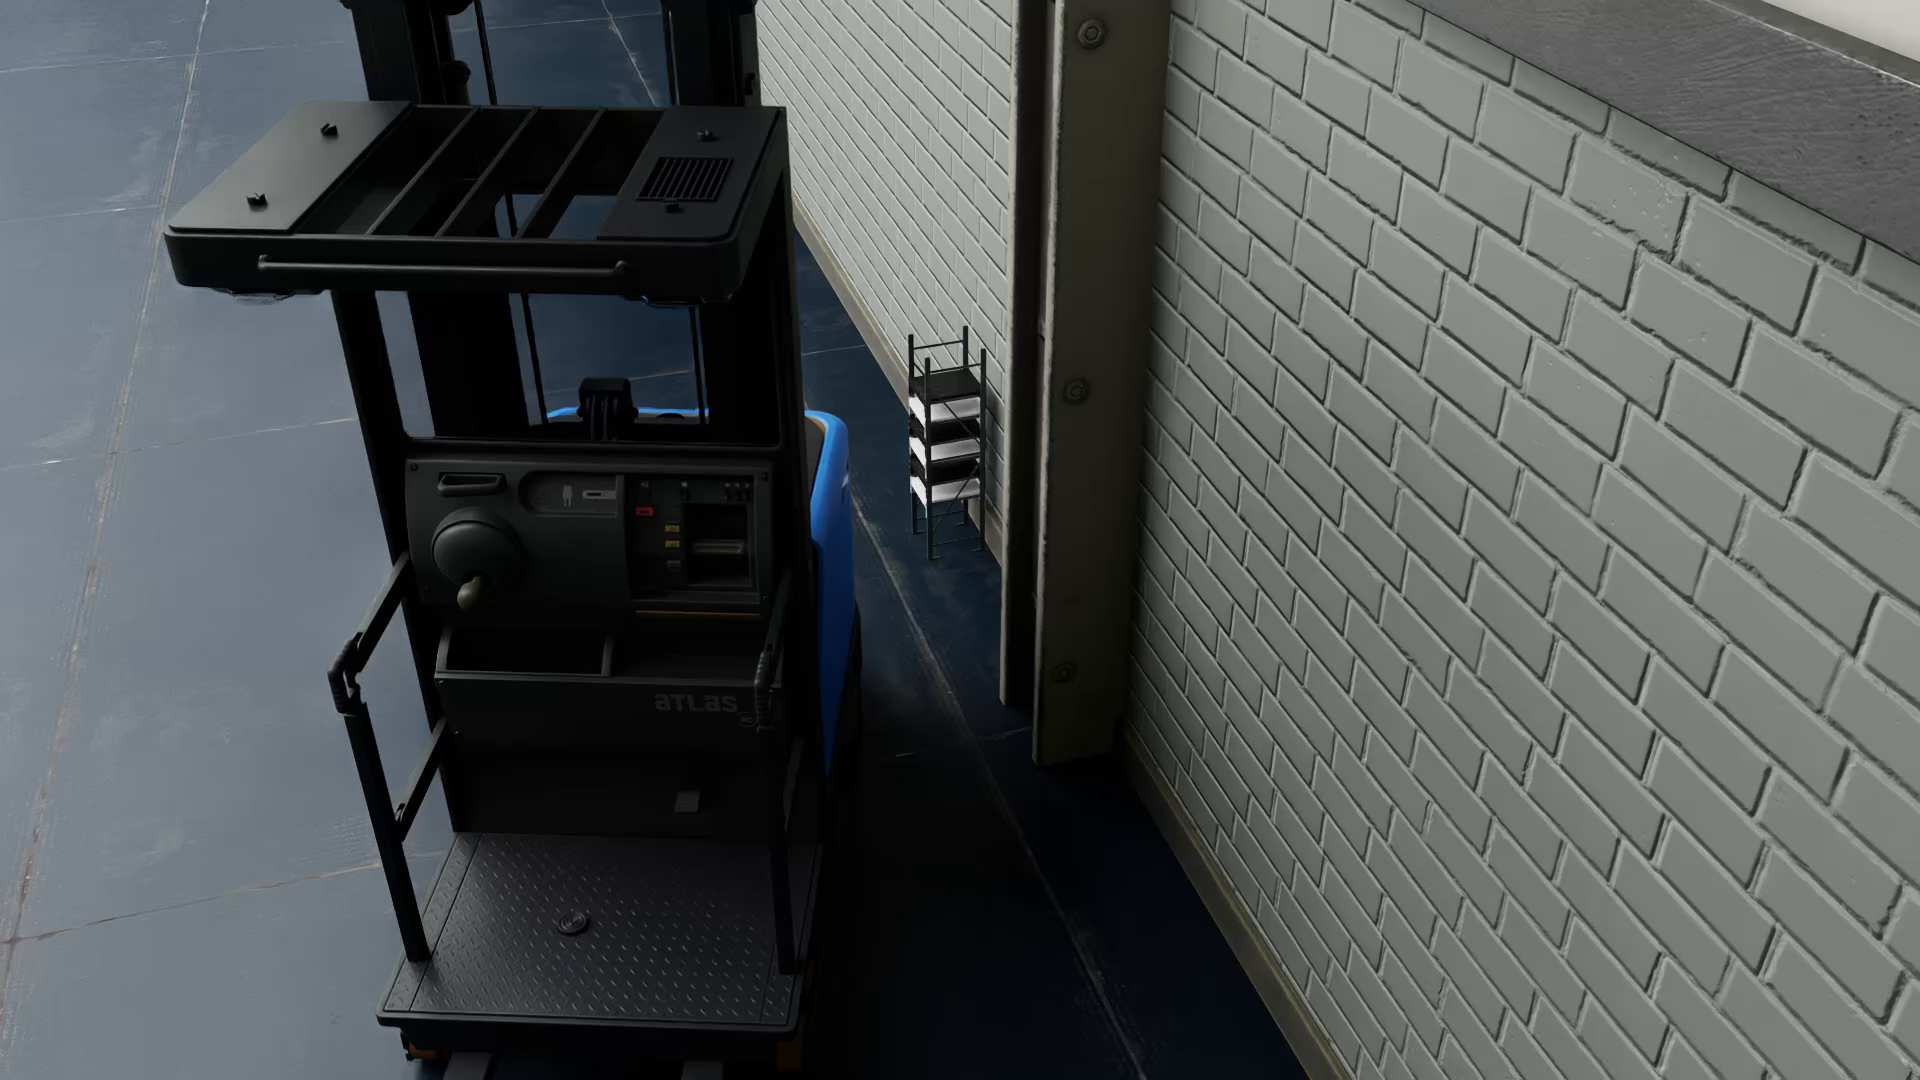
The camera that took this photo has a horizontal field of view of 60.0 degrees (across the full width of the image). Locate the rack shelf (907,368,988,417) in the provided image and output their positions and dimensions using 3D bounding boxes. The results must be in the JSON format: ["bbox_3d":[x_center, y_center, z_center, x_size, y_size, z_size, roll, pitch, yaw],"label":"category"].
[{"bbox_3d":[-0.049,-0.567,6.363,0.258,0.077,0.200,-11,35,-16],"label":"rack shelf"}]

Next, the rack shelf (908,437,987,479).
[{"bbox_3d":[-0.049,-0.342,6.512,0.258,0.077,0.200,-11,35,-16],"label":"rack shelf"}]

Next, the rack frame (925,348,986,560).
[{"bbox_3d":[-0.016,-0.317,6.413,0.240,0.900,0.006,-11,35,-16],"label":"rack frame"}]

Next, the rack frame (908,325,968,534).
[{"bbox_3d":[-0.082,-0.423,6.574,0.240,0.900,0.006,-11,35,-16],"label":"rack frame"}]

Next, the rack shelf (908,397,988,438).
[{"bbox_3d":[-0.049,-0.492,6.412,0.258,0.077,0.200,-11,35,-16],"label":"rack shelf"}]

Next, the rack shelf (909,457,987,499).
[{"bbox_3d":[-0.049,-0.267,6.561,0.258,0.077,0.200,-11,35,-16],"label":"rack shelf"}]

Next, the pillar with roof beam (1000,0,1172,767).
[{"bbox_3d":[-3.754,-2.397,2.215,9.100,9.000,0.400,-10,35,-15],"label":"pillar with roof beam"}]

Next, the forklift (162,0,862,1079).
[{"bbox_3d":[-0.939,0.047,4.021,1.130,2.935,3.031,1,33,2],"label":"forklift"}]

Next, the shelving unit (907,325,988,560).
[{"bbox_3d":[-0.049,-0.370,6.493,0.258,0.900,0.210,-11,35,-16],"label":"shelving unit"}]

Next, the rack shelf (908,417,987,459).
[{"bbox_3d":[-0.049,-0.417,6.462,0.258,0.077,0.200,-11,35,-16],"label":"rack shelf"}]

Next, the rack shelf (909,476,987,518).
[{"bbox_3d":[-0.049,-0.192,6.611,0.258,0.077,0.200,-11,35,-16],"label":"rack shelf"}]
